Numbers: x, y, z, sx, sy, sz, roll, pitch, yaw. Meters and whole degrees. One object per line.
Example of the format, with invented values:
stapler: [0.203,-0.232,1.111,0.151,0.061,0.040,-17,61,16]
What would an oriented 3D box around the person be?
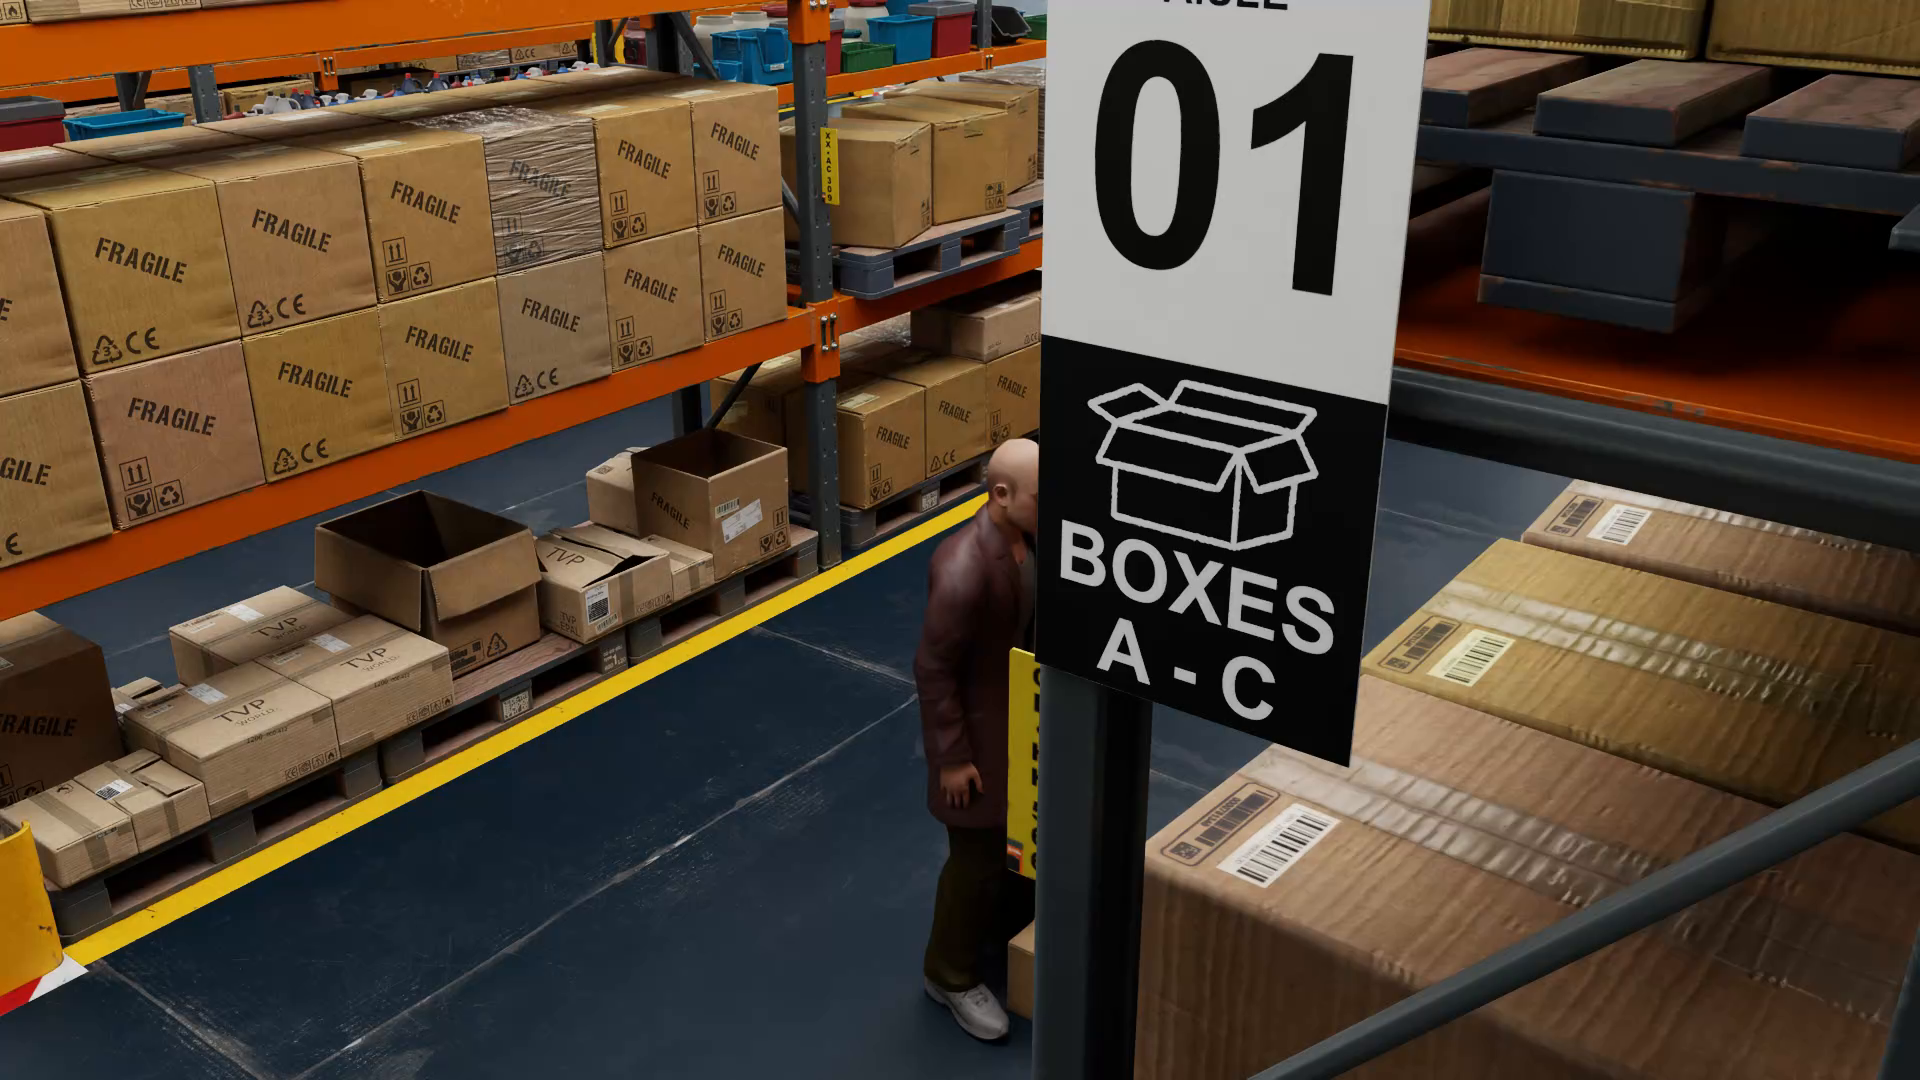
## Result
person: [0.115,0.543,4.851,0.429,1.772,0.643,15,27,31]
